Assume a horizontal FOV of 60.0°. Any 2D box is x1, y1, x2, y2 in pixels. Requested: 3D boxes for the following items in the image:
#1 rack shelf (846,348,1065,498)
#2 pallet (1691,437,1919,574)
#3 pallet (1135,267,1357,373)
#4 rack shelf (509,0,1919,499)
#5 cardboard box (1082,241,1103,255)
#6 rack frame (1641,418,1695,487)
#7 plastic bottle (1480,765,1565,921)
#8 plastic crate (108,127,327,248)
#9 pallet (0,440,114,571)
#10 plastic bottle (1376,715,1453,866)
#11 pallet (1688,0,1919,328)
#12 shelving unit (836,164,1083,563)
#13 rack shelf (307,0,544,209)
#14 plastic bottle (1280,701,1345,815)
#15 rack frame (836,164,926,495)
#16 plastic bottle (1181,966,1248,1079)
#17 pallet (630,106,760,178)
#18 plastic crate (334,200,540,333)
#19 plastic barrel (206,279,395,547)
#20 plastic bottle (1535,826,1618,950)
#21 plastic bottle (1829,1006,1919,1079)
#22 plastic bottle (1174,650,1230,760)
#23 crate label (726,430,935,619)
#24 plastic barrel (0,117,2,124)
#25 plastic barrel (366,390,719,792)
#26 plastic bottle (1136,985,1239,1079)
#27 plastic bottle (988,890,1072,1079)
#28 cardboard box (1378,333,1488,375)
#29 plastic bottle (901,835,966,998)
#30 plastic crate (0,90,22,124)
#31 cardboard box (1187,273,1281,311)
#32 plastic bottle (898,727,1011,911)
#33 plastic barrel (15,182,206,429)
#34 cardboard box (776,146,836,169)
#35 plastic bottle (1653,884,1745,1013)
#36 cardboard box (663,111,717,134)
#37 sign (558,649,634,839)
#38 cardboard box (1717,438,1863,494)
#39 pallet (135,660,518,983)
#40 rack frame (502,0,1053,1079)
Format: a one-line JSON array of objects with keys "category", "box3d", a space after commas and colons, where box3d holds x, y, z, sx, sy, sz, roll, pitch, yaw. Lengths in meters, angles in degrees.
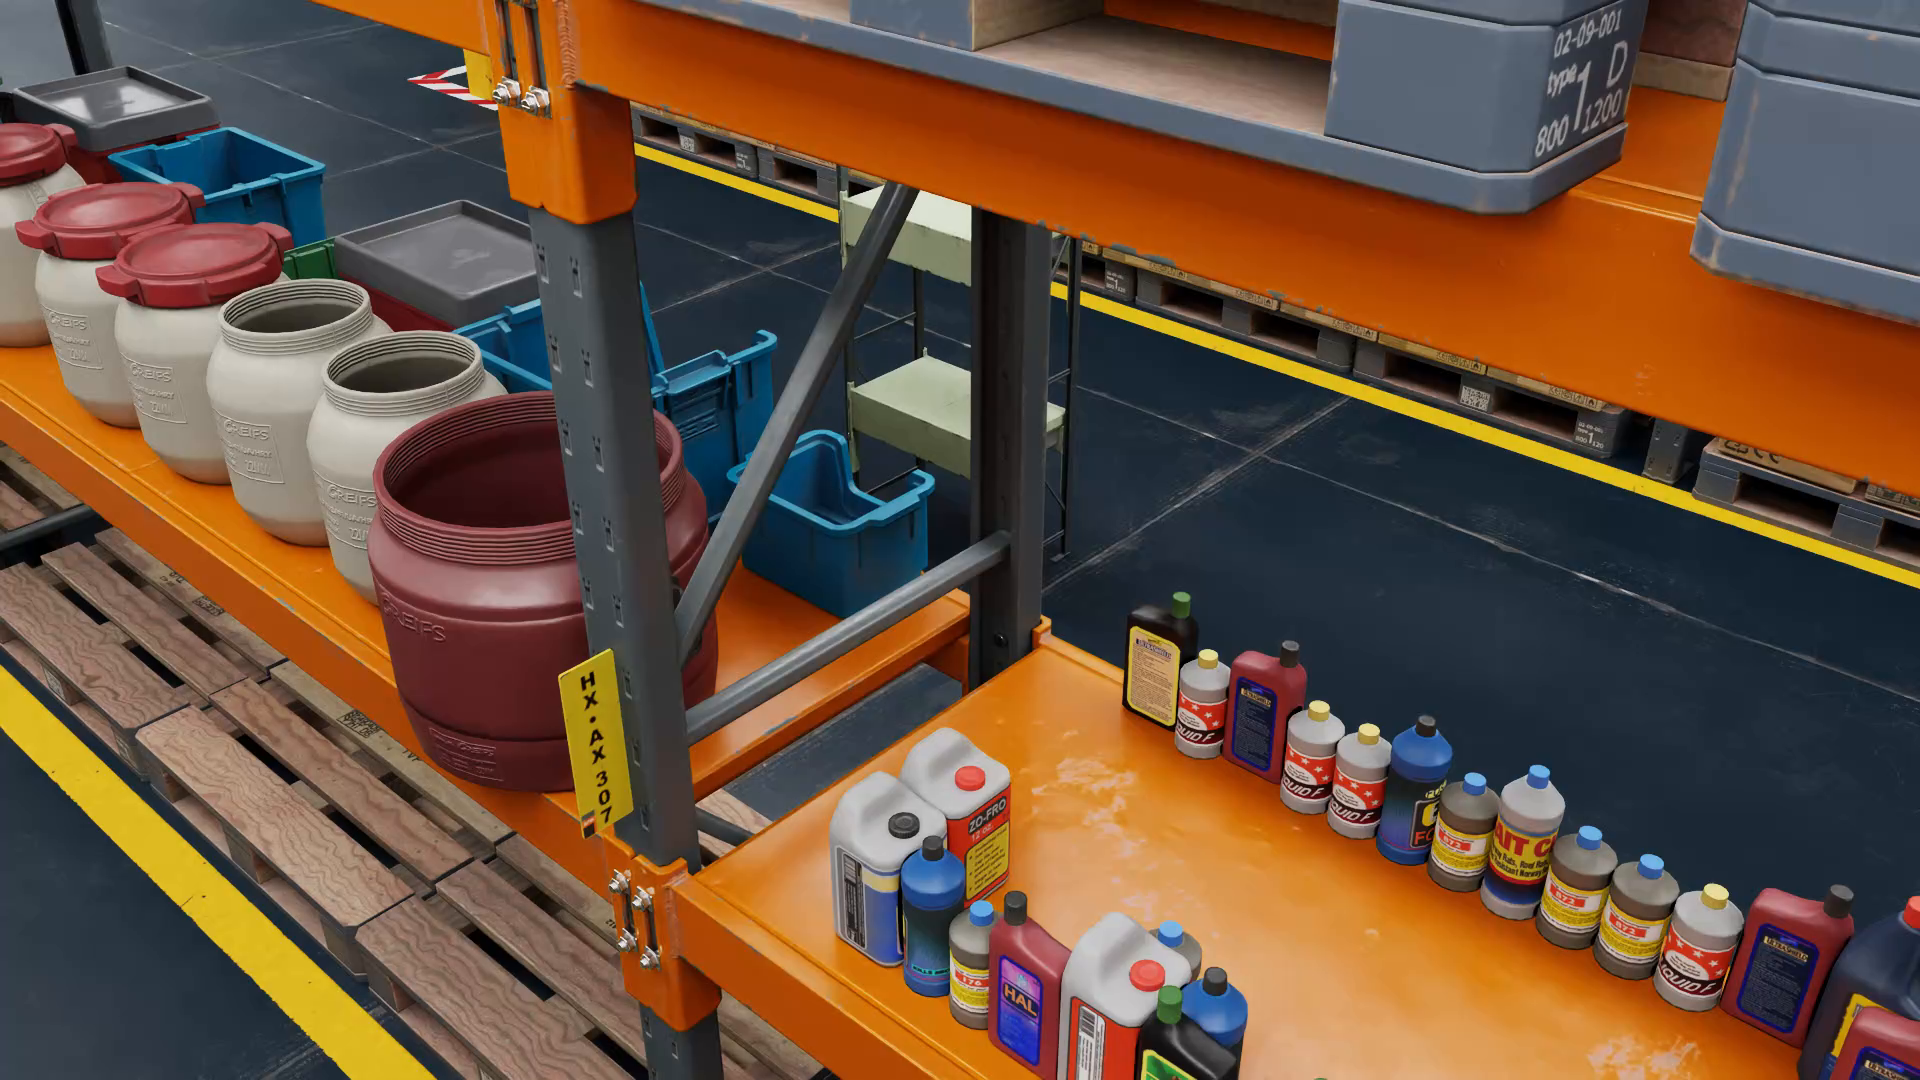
[{"category": "rack shelf", "box3d": [-0.005, -0.366, 6.035, 0.720, 0.370, 0.431, 25, 39, 35]}, {"category": "pallet", "box3d": [3.643, -0.241, 6.446, 1.213, 0.211, 1.003, 25, 39, 35]}, {"category": "pallet", "box3d": [1.630, -1.236, 8.099, 1.213, 0.211, 1.003, 25, 39, 35]}, {"category": "rack shelf", "box3d": [1.271, -0.100, 1.298, 4.000, 0.370, 1.077, 25, 39, 35]}, {"category": "cardboard box", "box3d": [0.660, -1.683, 8.396, 0.500, 0.250, 0.500, 26, 40, 36]}, {"category": "rack frame", "box3d": [3.115, -1.709, 6.180, 0.127, 3.000, 1.000, 25, 39, 35]}, {"category": "plastic bottle", "box3d": [0.908, 0.478, 2.673, 0.097, 0.271, 0.097, 0, 31, 0]}, {"category": "plastic crate", "box3d": [-2.151, -0.930, 4.903, 0.575, 0.384, 0.392, 25, 39, 35]}, {"category": "pallet", "box3d": [-3.647, -0.254, 6.467, 1.213, 0.211, 1.003, 25, 39, 35]}, {"category": "plastic bottle", "box3d": [0.763, 0.410, 2.785, 0.097, 0.271, 0.097, 0, 31, 0]}, {"category": "pallet", "box3d": [1.264, -0.261, 1.050, 1.213, 0.211, 1.003, 25, 39, 35]}, {"category": "shelving unit", "box3d": [-0.005, -0.645, 5.867, 0.755, 1.500, 0.431, 25, 39, 35]}, {"category": "rack shelf", "box3d": [-1.695, -1.485, 3.597, 4.000, 0.370, 1.077, 25, 39, 35]}, {"category": "plastic bottle", "box3d": [0.619, 0.373, 2.915, 0.097, 0.201, 0.097, 0, 31, 0]}, {"category": "rack frame", "box3d": [-0.276, -0.772, 6.077, 0.023, 1.500, 0.400, 25, 39, 35]}, {"category": "plastic bottle", "box3d": [0.344, 0.700, 2.303, 0.097, 0.271, 0.097, 0, 31, 0]}, {"category": "pallet", "box3d": [-1.321, -2.612, 10.384, 1.213, 0.211, 1.003, 25, 39, 35]}, {"category": "plastic crate", "box3d": [-1.204, -0.519, 4.142, 0.583, 0.464, 0.402, 25, 39, 35]}, {"category": "plastic barrel", "box3d": [-1.430, -0.284, 3.705, 0.421, 0.512, 0.421, 0, 31, 0]}, {"category": "plastic bottle", "box3d": [0.980, 0.541, 2.635, 0.097, 0.201, 0.097, 0, 31, 0]}, {"category": "plastic bottle", "box3d": [1.262, 0.726, 2.249, 0.133, 0.283, 0.061, 25, 39, 35]}, {"category": "plastic bottle", "box3d": [0.448, 0.293, 3.047, 0.097, 0.201, 0.097, 0, 31, 0]}, {"category": "crate label", "box3d": [-0.273, -0.033, 3.559, 0.416, 0.233, 0.303, 25, 39, 35]}, {"category": "plastic barrel", "box3d": [-3.094, -1.165, 4.791, 0.708, 0.901, 0.600, 25, 39, 35]}, {"category": "plastic barrel", "box3d": [-0.759, 0.081, 3.075, 0.708, 0.536, 0.600, 25, 39, 35]}, {"category": "plastic bottle", "box3d": [0.304, 0.732, 2.240, 0.133, 0.283, 0.061, 25, 39, 35]}, {"category": "plastic bottle", "box3d": [0.105, 0.639, 2.394, 0.133, 0.283, 0.061, 25, 39, 35]}, {"category": "cardboard box", "box3d": [2.177, -0.976, 7.222, 0.500, 0.250, 0.500, 25, 39, 35]}, {"category": "plastic bottle", "box3d": [-0.040, 0.563, 2.531, 0.097, 0.271, 0.097, 0, 31, 0]}, {"category": "plastic crate", "box3d": [-3.480, -1.403, 5.733, 0.504, 0.338, 0.767, 25, 39, 35]}, {"category": "cardboard box", "box3d": [1.423, -1.329, 7.807, 0.500, 0.250, 0.500, 26, 40, 36]}, {"category": "plastic bottle", "box3d": [-0.006, 0.453, 2.710, 0.135, 0.276, 0.152, 25, 39, 35]}, {"category": "plastic barrel", "box3d": [-2.071, -0.589, 4.189, 0.433, 0.535, 0.433, 0, 31, 0]}, {"category": "cardboard box", "box3d": [-0.705, -2.349, 9.502, 0.500, 0.250, 0.500, 25, 39, 35]}, {"category": "plastic bottle", "box3d": [1.124, 0.609, 2.523, 0.097, 0.201, 0.097, 0, 31, 0]}, {"category": "cardboard box", "box3d": [-1.457, -2.689, 10.067, 0.500, 0.250, 0.500, 25, 39, 35]}, {"category": "sign", "box3d": [-0.576, 0.327, 2.640, 0.005, 0.325, 0.100, 25, 39, 35]}, {"category": "cardboard box", "box3d": [3.261, -0.559, 6.268, 0.500, 0.500, 0.500, 27, 40, 37]}, {"category": "pallet", "box3d": [-1.660, 0.674, 4.926, 1.213, 0.211, 1.003, 25, 39, 35]}, {"category": "rack frame", "box3d": [-0.212, 0.184, 3.036, 0.127, 3.000, 1.000, 25, 39, 35]}]
